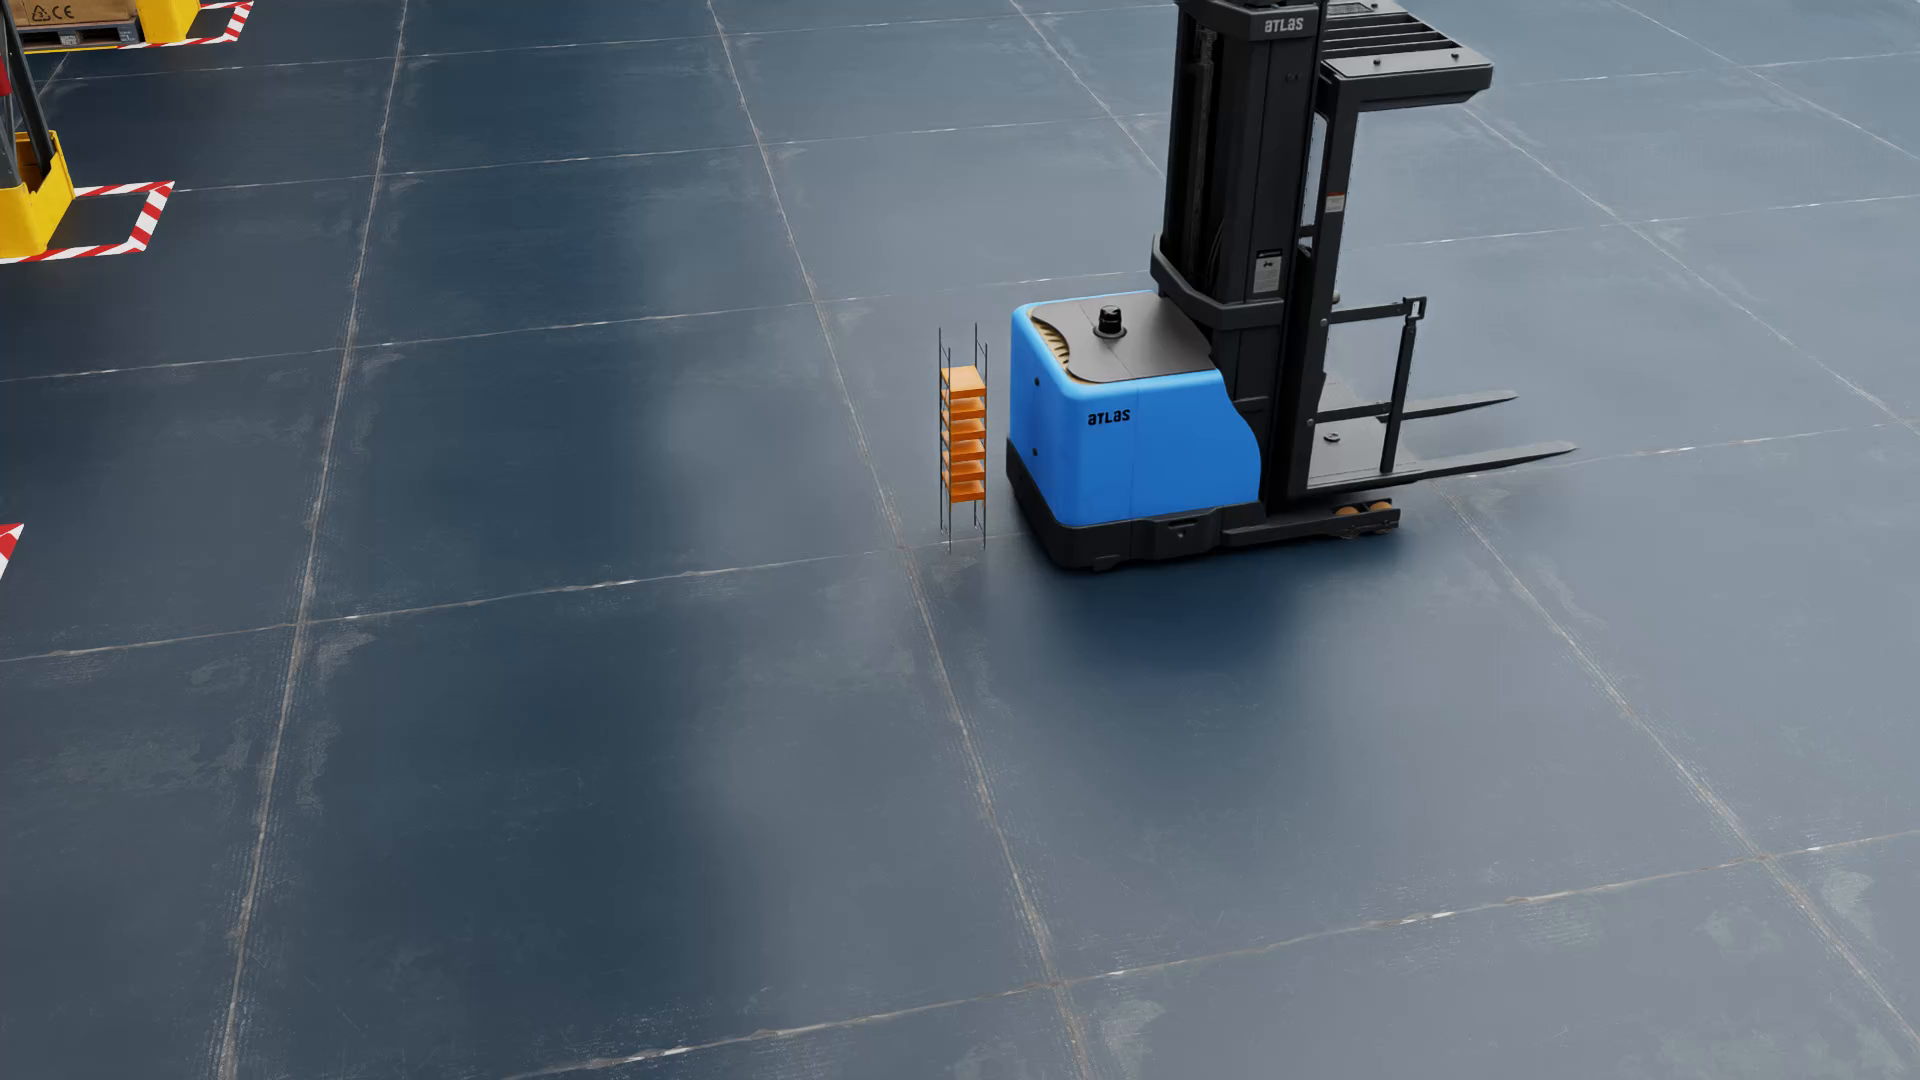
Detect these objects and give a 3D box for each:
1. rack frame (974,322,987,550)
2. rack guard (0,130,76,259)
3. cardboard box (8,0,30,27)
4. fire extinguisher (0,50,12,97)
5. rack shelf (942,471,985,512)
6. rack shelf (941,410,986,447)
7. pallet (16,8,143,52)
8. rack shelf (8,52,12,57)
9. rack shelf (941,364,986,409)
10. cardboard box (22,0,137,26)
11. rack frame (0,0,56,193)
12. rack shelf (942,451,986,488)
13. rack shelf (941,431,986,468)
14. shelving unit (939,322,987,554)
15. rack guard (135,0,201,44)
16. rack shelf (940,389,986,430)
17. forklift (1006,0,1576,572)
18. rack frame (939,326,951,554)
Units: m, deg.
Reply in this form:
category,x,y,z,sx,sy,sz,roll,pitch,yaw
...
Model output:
category,x,y,z,sx,sy,sz,roll,pitch,yaw
rack frame,0.103,-0.511,8.435,0.006,1.200,0.240,-7,35,-11
rack guard,-6.777,-2.516,12.050,0.348,0.500,1.175,-7,35,-11
cardboard box,-9.203,-5.335,15.538,0.875,0.875,0.875,-8,35,-11
fire extinguisher,-6.489,-3.295,11.037,0.183,0.674,0.296,-7,35,-11
rack shelf,0.014,-0.264,8.577,0.180,0.103,0.258,-7,35,-11
rack shelf,0.014,-0.563,8.376,0.180,0.103,0.258,-7,35,-11
pallet,-8.461,-4.973,15.971,1.213,0.211,1.003,-7,35,-11
rack shelf,-8.653,-3.019,11.202,4.000,0.370,1.077,-7,35,-11
rack shelf,0.014,-0.762,8.242,0.180,0.103,0.258,-7,35,-11
cardboard box,-8.345,-5.444,15.701,0.875,0.875,0.875,-7,34,-10
rack frame,-6.702,-3.563,11.368,0.127,3.000,1.000,-7,35,-11
rack shelf,0.014,-0.363,8.510,0.180,0.103,0.258,-7,35,-11
rack shelf,0.014,-0.463,8.443,0.180,0.103,0.258,-7,35,-11
shelving unit,0.014,-0.500,8.418,0.189,1.200,0.258,-7,35,-11
rack guard,-7.675,-5.236,16.104,0.348,0.500,1.175,-7,35,-11
rack shelf,0.014,-0.662,8.309,0.180,0.103,0.258,-7,35,-11
forklift,1.828,-1.500,8.354,3.031,2.935,1.130,-8,35,-12
rack frame,-0.075,-0.489,8.402,0.006,1.200,0.240,-7,35,-11
